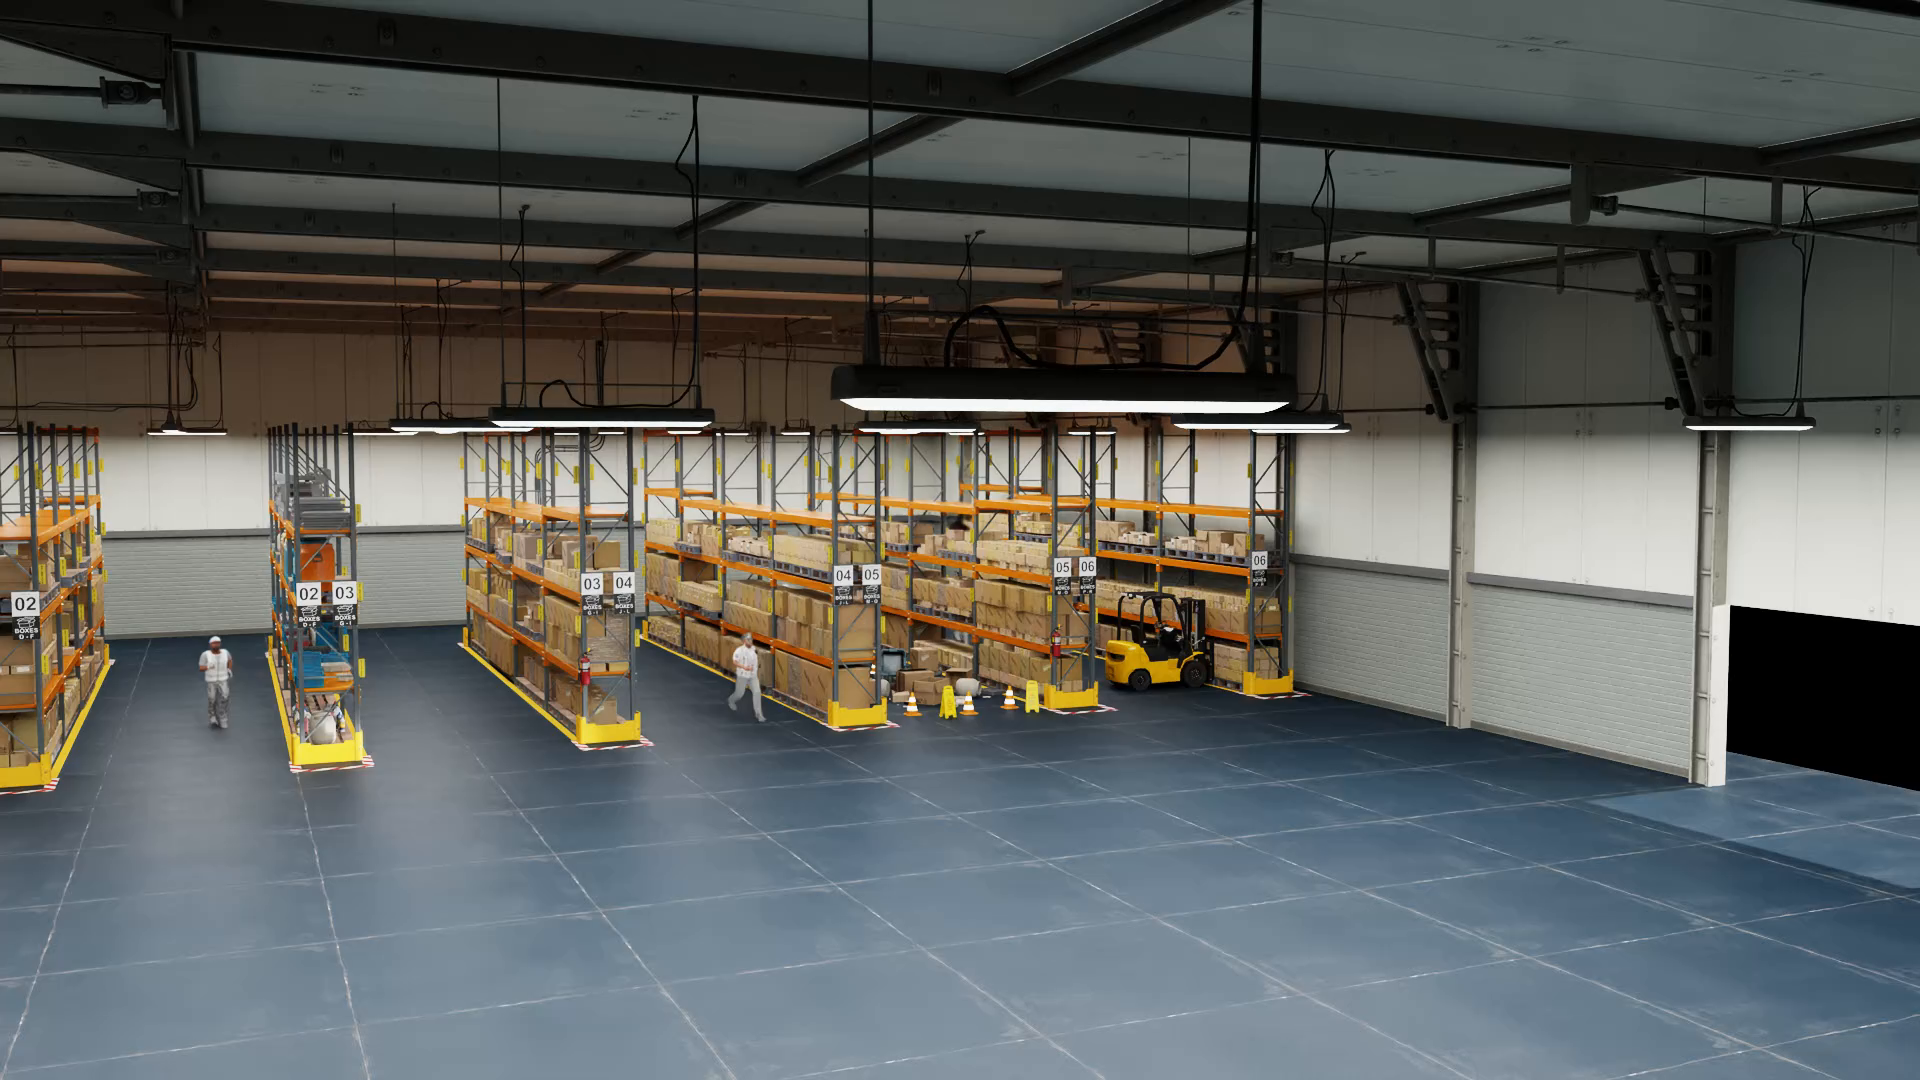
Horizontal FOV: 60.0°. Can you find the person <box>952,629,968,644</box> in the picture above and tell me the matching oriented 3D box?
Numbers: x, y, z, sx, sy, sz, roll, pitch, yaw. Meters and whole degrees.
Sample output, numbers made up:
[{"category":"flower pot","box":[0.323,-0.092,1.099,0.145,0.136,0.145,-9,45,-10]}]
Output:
[{"category":"person","box":[0.009,2.103,45.029,0.741,1.795,0.735,-1,4,-21]}]

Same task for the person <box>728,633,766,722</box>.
[{"category":"person","box":[-4.380,2.778,33.930,0.629,1.802,1.140,-3,4,-38]}]

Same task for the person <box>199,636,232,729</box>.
[{"category":"person","box":[-14.689,2.819,32.877,0.654,1.835,0.735,-2,4,-32]}]
